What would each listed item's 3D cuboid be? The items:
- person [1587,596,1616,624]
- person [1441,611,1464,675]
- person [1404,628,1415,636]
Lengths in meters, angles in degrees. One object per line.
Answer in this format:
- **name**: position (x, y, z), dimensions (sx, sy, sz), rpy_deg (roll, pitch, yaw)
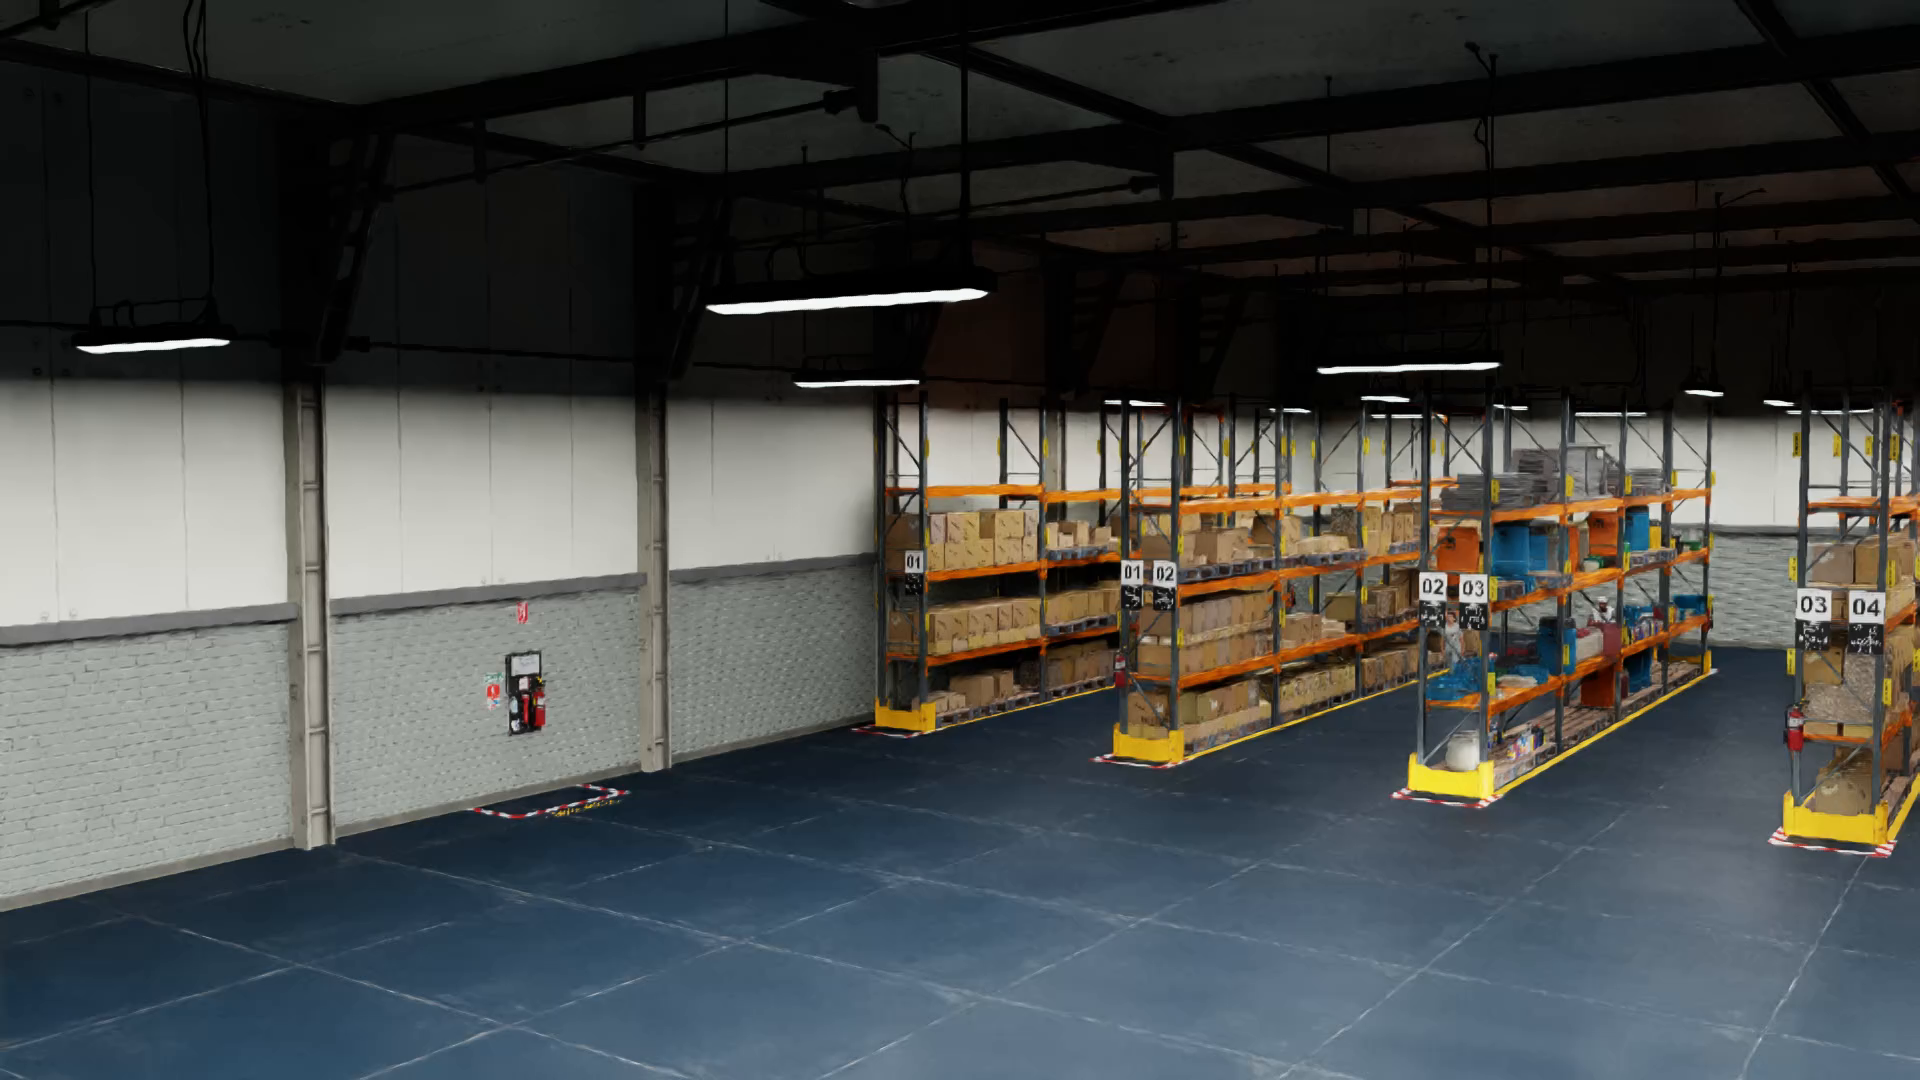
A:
- **person**: position (14.275, 2.095, 36.913), dimensions (0.702, 1.735, 0.549), rpy_deg (2, 4, 33)
- **person**: position (10.253, 2.264, 34.723), dimensions (0.446, 1.590, 1.110), rpy_deg (2, 4, 37)
- **person**: position (12.045, 1.712, 43.589), dimensions (0.707, 1.739, 0.547), rpy_deg (0, 3, -6)
